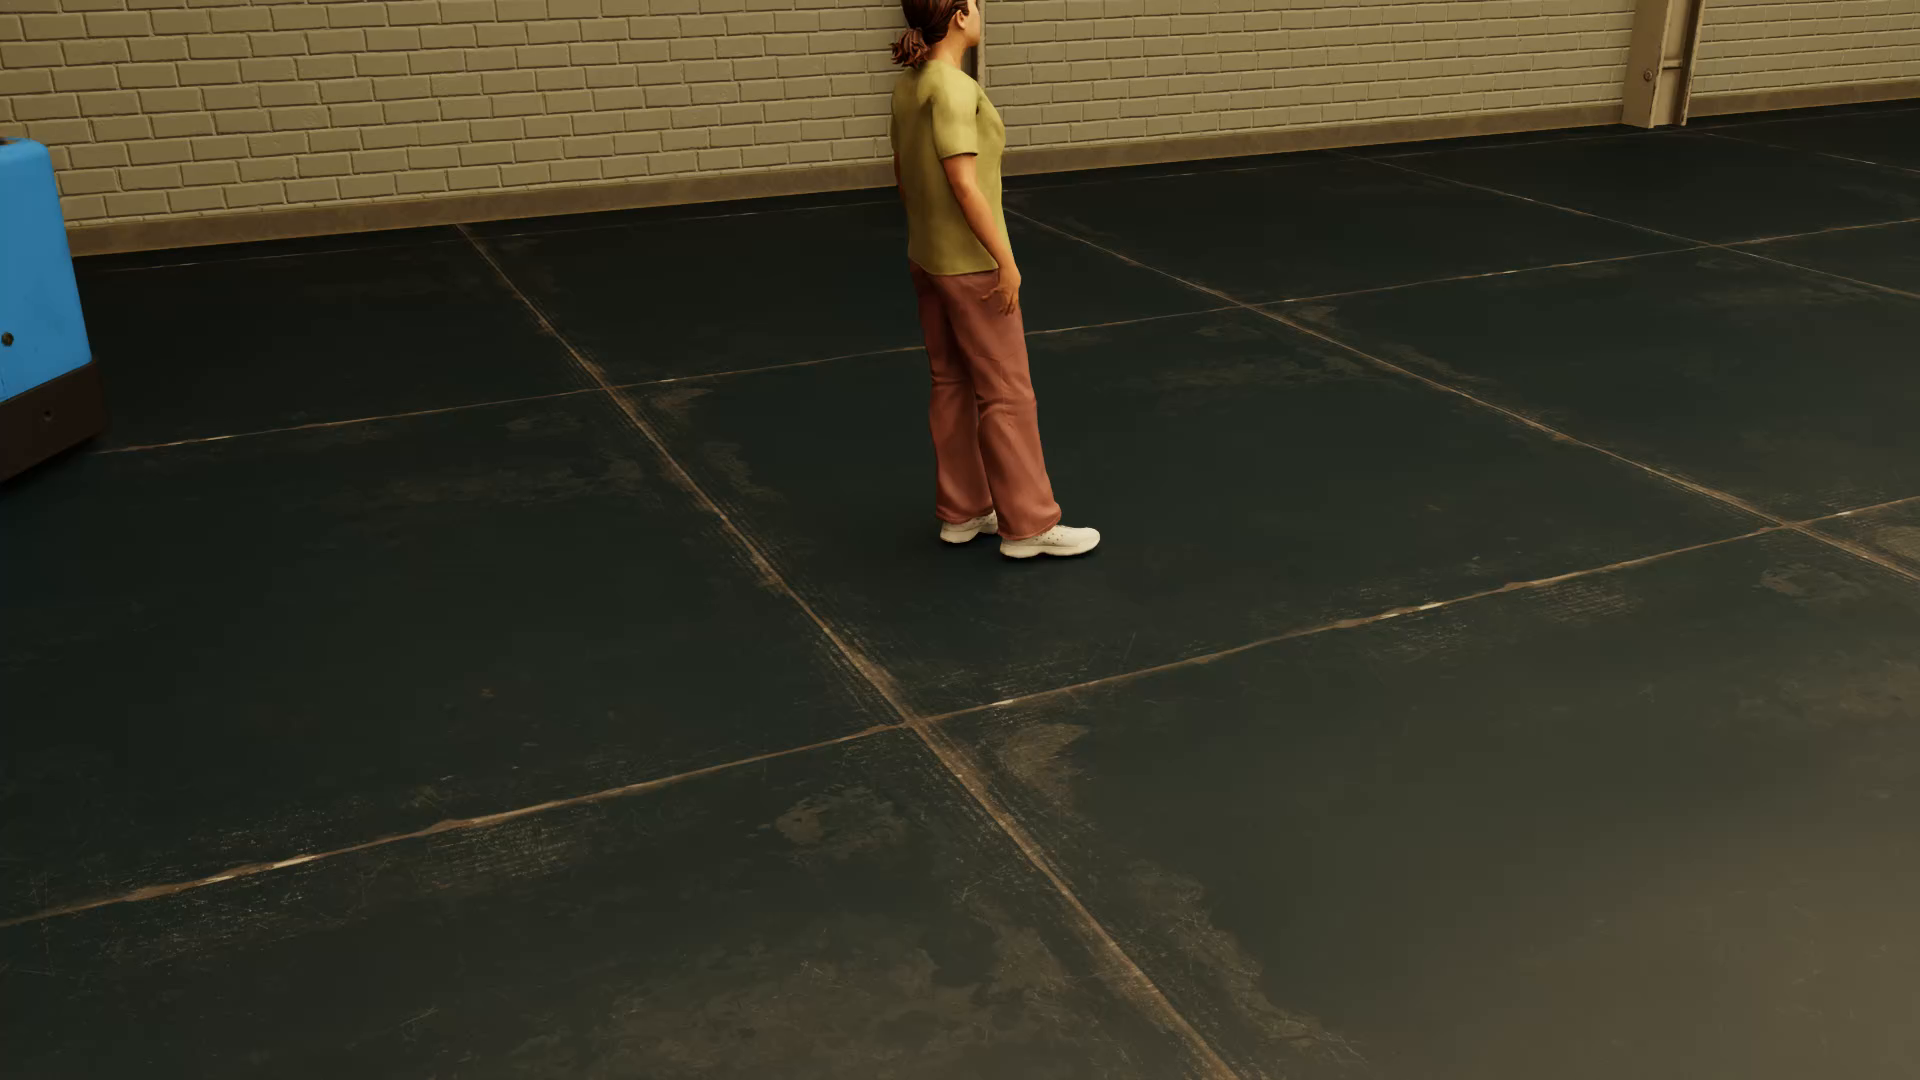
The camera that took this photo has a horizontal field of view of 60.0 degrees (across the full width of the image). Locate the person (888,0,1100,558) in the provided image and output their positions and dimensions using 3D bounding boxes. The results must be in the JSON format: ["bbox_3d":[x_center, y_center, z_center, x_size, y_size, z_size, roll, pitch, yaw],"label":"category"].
[{"bbox_3d":[0.072,-0.788,4.801,0.549,1.675,0.553,-10,25,-23],"label":"person"}]

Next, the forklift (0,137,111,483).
[{"bbox_3d":[-4.571,-1.606,5.152,3.031,2.935,1.130,3,23,8],"label":"forklift"}]
